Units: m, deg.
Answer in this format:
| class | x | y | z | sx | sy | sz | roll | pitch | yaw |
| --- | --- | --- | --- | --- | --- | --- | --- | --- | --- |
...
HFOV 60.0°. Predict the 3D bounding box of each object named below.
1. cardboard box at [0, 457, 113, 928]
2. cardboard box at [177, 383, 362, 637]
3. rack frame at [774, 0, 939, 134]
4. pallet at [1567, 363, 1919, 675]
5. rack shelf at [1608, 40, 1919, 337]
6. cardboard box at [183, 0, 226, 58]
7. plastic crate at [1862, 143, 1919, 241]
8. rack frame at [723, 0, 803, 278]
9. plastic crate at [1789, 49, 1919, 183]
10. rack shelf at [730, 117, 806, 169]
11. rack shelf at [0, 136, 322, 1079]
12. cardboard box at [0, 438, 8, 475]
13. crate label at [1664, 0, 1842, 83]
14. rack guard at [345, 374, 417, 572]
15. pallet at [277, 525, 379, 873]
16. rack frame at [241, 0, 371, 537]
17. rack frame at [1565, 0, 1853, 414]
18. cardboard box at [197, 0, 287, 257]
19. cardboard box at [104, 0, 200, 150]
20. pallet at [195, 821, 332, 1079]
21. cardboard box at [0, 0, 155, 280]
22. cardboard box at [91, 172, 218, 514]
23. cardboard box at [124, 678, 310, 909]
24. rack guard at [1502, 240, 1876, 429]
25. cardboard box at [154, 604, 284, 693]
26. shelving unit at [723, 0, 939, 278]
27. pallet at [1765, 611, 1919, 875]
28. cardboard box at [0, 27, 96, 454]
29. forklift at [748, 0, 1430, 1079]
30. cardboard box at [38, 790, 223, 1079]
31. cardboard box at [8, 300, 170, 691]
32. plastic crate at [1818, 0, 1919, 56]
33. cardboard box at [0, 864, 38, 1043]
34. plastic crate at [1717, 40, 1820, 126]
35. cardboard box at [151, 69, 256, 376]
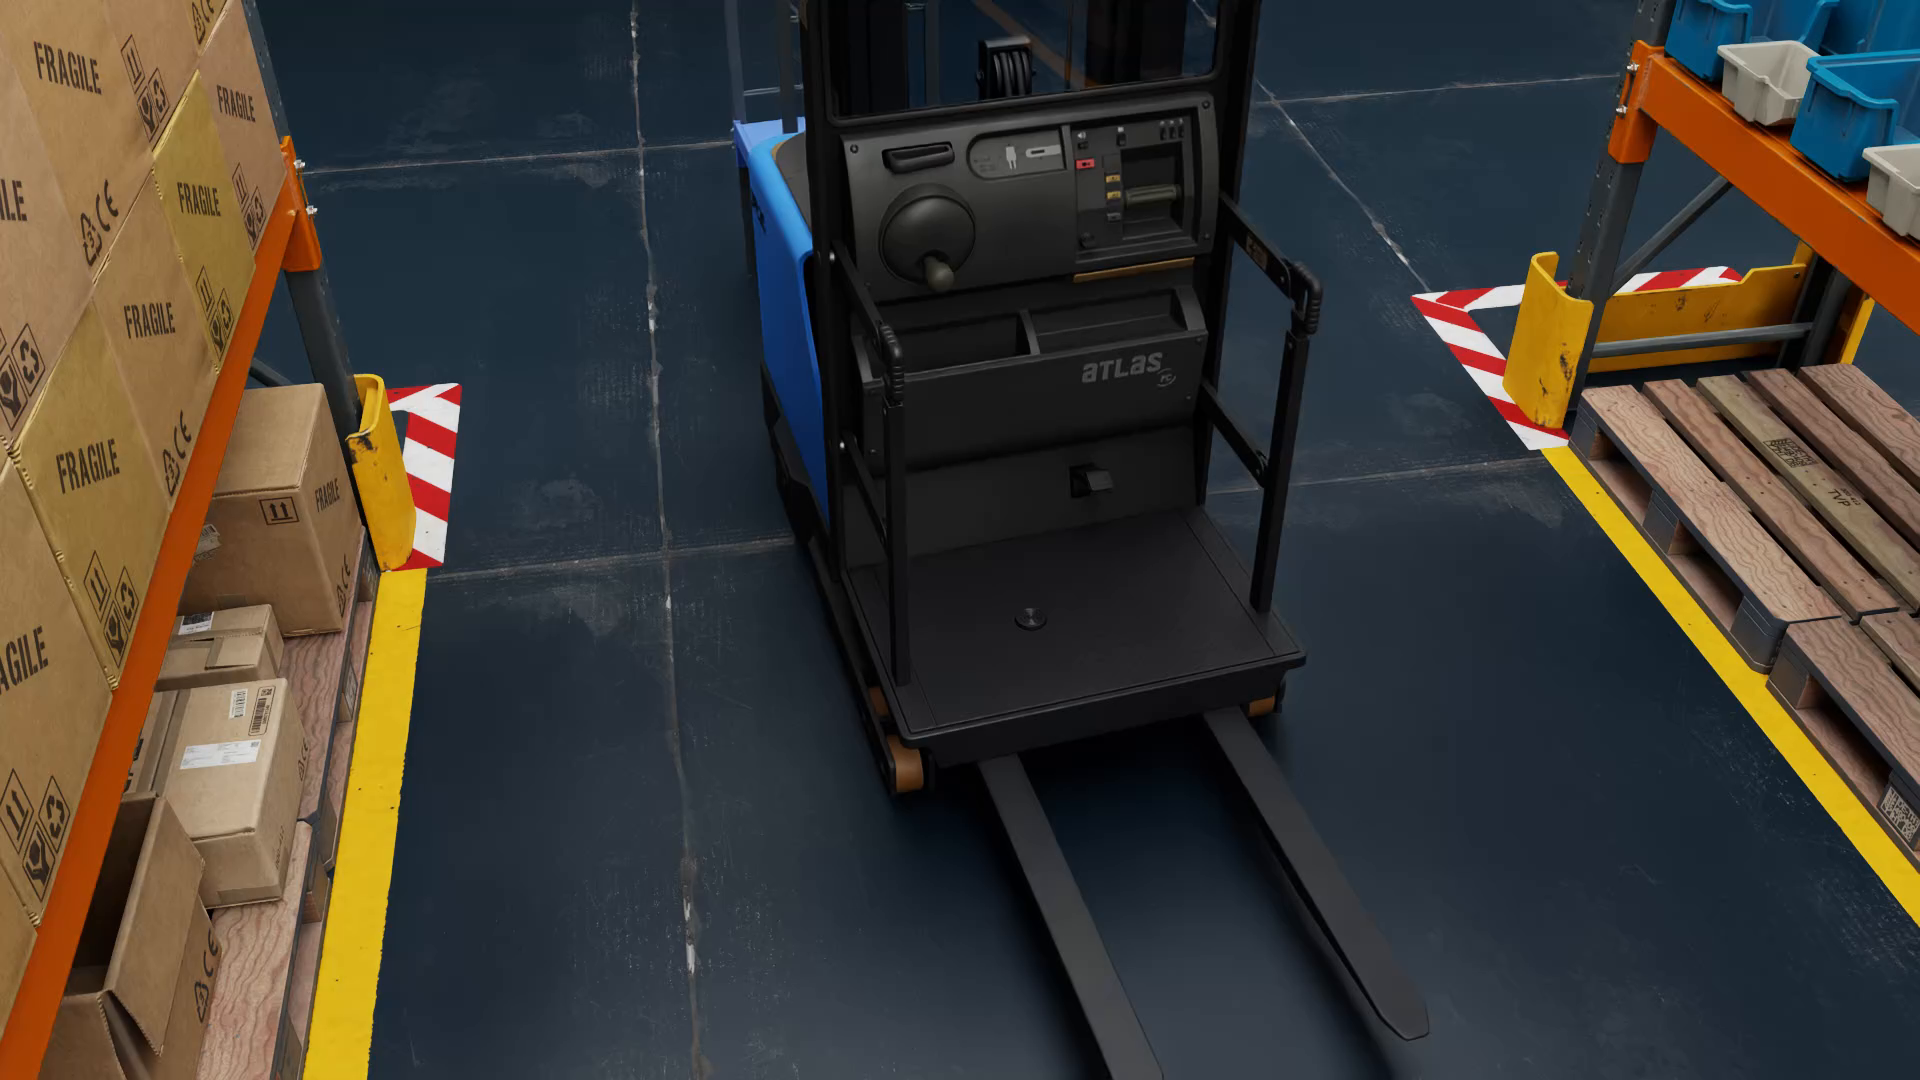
| class | x | y | z | sx | sy | sz | roll | pitch | yaw |
| --- | --- | --- | --- | --- | --- | --- | --- | --- | --- |
| cardboard box | -1.619 | 0.245 | 2.409 | 0.500 | 0.500 | 0.500 | -6 | 38 | -8 |
| cardboard box | -1.983 | -0.068 | 4.572 | 0.500 | 0.500 | 0.500 | -6 | 38 | -8 |
| rack frame | -0.311 | -1.085 | 5.424 | 0.500 | 1.500 | 0.032 | -10 | 39 | -13 |
| pallet | 2.663 | -0.111 | 5.220 | 1.003 | 0.211 | 1.213 | -6 | 38 | -8 |
| rack shelf | 2.907 | -0.222 | 3.677 | 1.077 | 0.370 | 4.000 | -6 | 38 | -8 |
| cardboard box | -1.972 | -1.379 | 3.683 | 0.500 | 0.500 | 0.500 | -7 | 38 | -8 |
| plastic crate | 2.370 | -0.837 | 4.048 | 0.250 | 0.136 | 0.298 | -6 | 38 | -8 |
| rack frame | -0.603 | -1.682 | 6.193 | 0.500 | 1.500 | 0.032 | -10 | 39 | -13 |
| plastic crate | 2.391 | -1.089 | 4.295 | 0.416 | 0.233 | 0.300 | -6 | 38 | -8 |
| rack shelf | -0.457 | -1.242 | 5.919 | 0.538 | 0.185 | 1.000 | -10 | 39 | -13 |
| rack shelf | -1.970 | 0.309 | 2.994 | 1.077 | 0.370 | 4.000 | -6 | 38 | -8 |
| cardboard box | -1.605 | -0.139 | 2.087 | 0.500 | 0.500 | 0.500 | -7 | 38 | -9 |
| crate label | 2.276 | -1.487 | 4.807 | 0.416 | 0.233 | 0.303 | -6 | 38 | -8 |
| rack guard | -2.307 | -0.150 | 5.036 | 1.175 | 0.500 | 0.348 | -6 | 38 | -8 |
| pallet | -2.166 | 0.445 | 4.505 | 1.003 | 0.211 | 1.213 | -6 | 38 | -8 |
| rack frame | -2.321 | -1.184 | 4.328 | 1.000 | 3.000 | 0.127 | -6 | 38 | -8 |
| rack frame | 2.557 | -1.714 | 5.011 | 1.000 | 3.000 | 0.127 | -6 | 38 | -8 |
| cardboard box | -1.974 | -0.982 | 3.987 | 0.500 | 0.500 | 0.500 | -5 | 38 | -7 |
| cardboard box | -1.882 | -1.074 | 3.290 | 0.500 | 0.500 | 0.500 | -5 | 38 | -7 |
| pallet | -1.956 | 1.180 | 3.559 | 1.003 | 0.211 | 1.213 | -6 | 38 | -8 |
| cardboard box | -1.787 | -0.761 | 2.888 | 0.500 | 0.500 | 0.500 | -5 | 38 | -7 |
| cardboard box | -1.798 | -0.367 | 3.196 | 0.500 | 0.500 | 0.500 | -6 | 38 | -8 |
| cardboard box | -1.846 | 0.608 | 3.906 | 0.500 | 0.250 | 0.500 | -6 | 38 | -8 |
| rack guard | 2.540 | -0.740 | 5.795 | 1.175 | 0.500 | 0.348 | -6 | 38 | -8 |
| cardboard box | -2.000 | 0.318 | 4.347 | 0.380 | 0.166 | 0.250 | -6 | 38 | -8 |
| shelving unit | -0.457 | -1.384 | 5.809 | 0.538 | 1.500 | 1.048 | -10 | 39 | -13 |
| pallet | 2.874 | 0.625 | 4.274 | 1.003 | 0.211 | 1.213 | -6 | 38 | -8 |
| cardboard box | -1.697 | -0.451 | 2.489 | 0.500 | 0.500 | 0.500 | -5 | 38 | -7 |
| forklift | 0.247 | -0.763 | 3.843 | 1.130 | 2.935 | 3.031 | -10 | 39 | -13 |
| cardboard box | -1.954 | 0.910 | 3.309 | 0.797 | 0.503 | 0.637 | -6 | 38 | -8 |
| cardboard box | -1.709 | -0.062 | 2.804 | 0.500 | 0.500 | 0.500 | -7 | 38 | -9 |
| plastic crate | 2.799 | -1.570 | 4.748 | 0.616 | 0.435 | 0.499 | -6 | 38 | -8 |
| cardboard box | -1.533 | 0.547 | 2.020 | 0.500 | 0.500 | 0.500 | -6 | 38 | -7 |
| plastic crate | 2.251 | -1.246 | 4.575 | 0.250 | 0.136 | 0.298 | -6 | 38 | -8 |
| cardboard box | -1.880 | -0.669 | 3.584 | 0.500 | 0.500 | 0.500 | -6 | 38 | -8 |
